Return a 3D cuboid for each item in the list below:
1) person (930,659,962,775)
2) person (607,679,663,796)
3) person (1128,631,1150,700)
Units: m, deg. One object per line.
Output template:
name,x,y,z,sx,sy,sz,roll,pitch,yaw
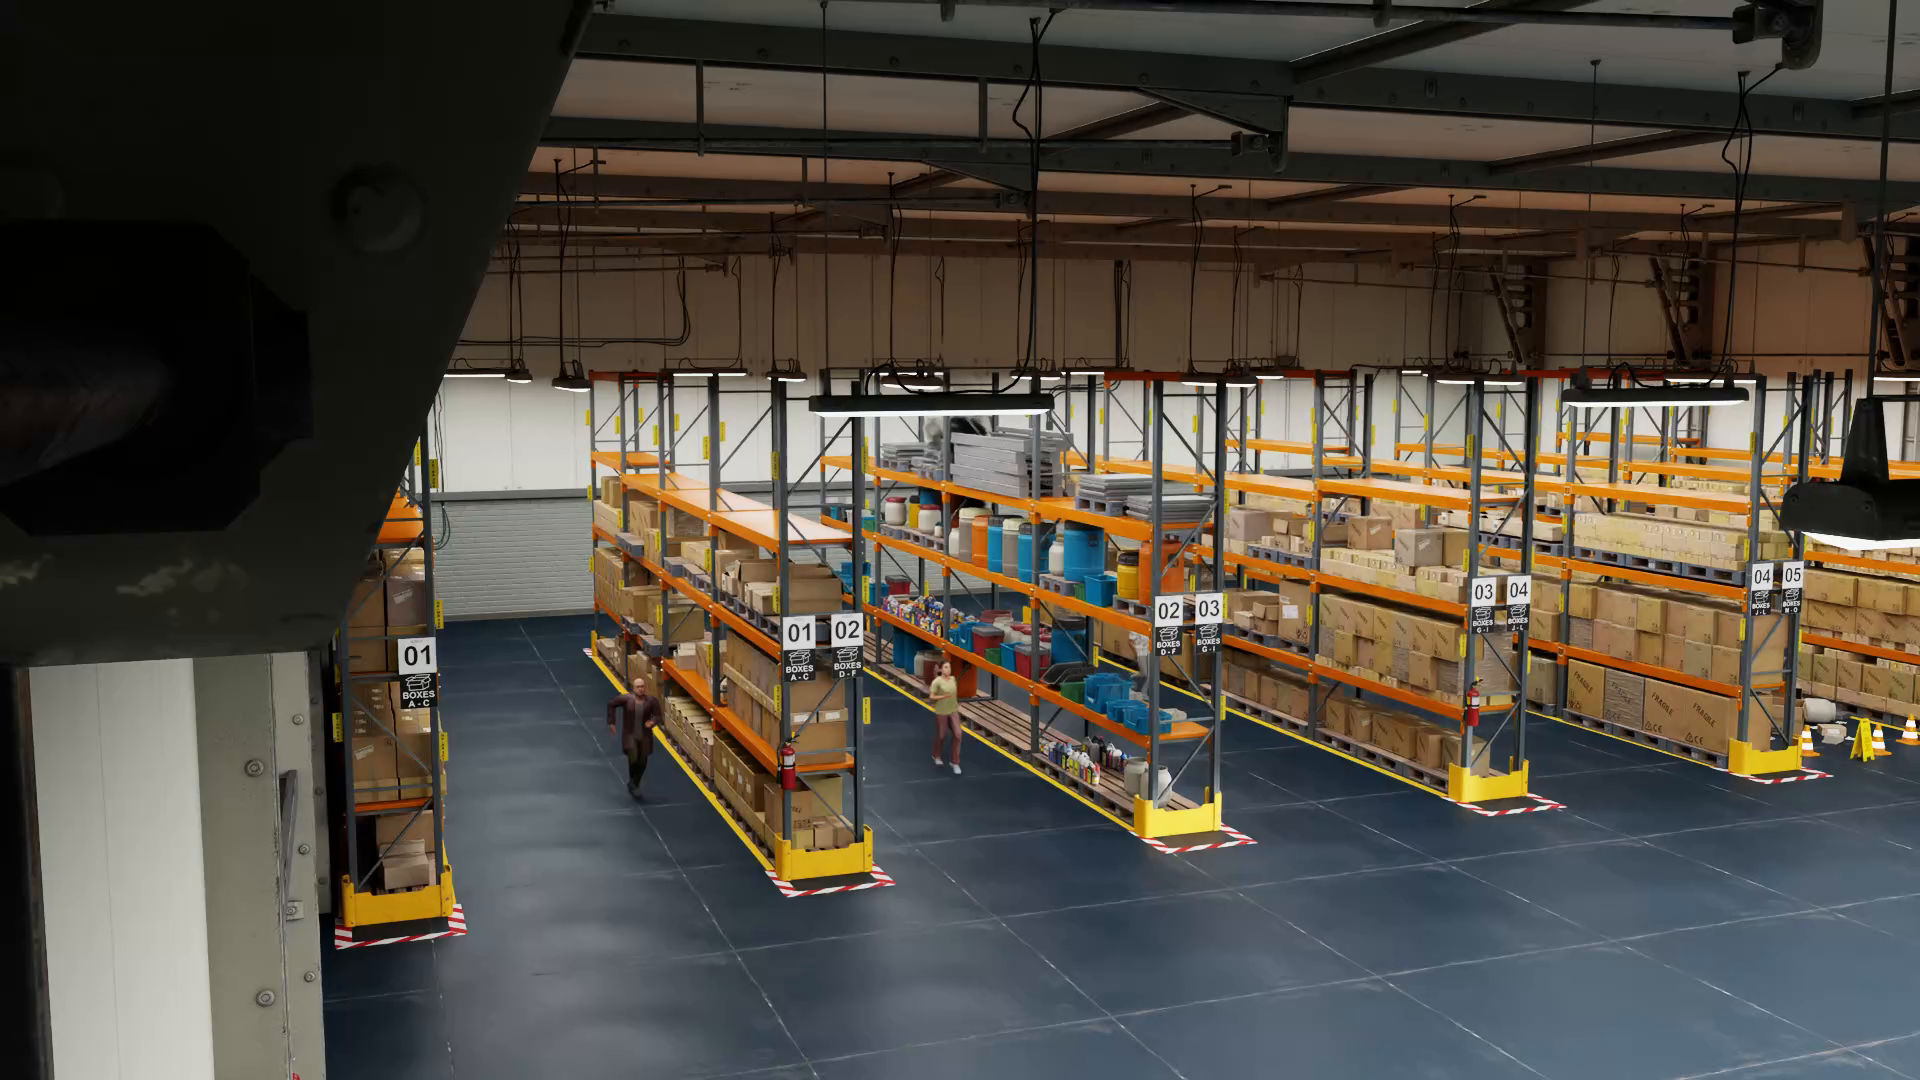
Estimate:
person,-0.223,2.667,25.337,0.562,1.714,0.728,-3,7,-26
person,-4.614,2.829,23.689,0.758,1.729,0.754,-2,7,-19
person,3.395,2.104,30.657,0.583,1.662,0.558,-3,7,-23
